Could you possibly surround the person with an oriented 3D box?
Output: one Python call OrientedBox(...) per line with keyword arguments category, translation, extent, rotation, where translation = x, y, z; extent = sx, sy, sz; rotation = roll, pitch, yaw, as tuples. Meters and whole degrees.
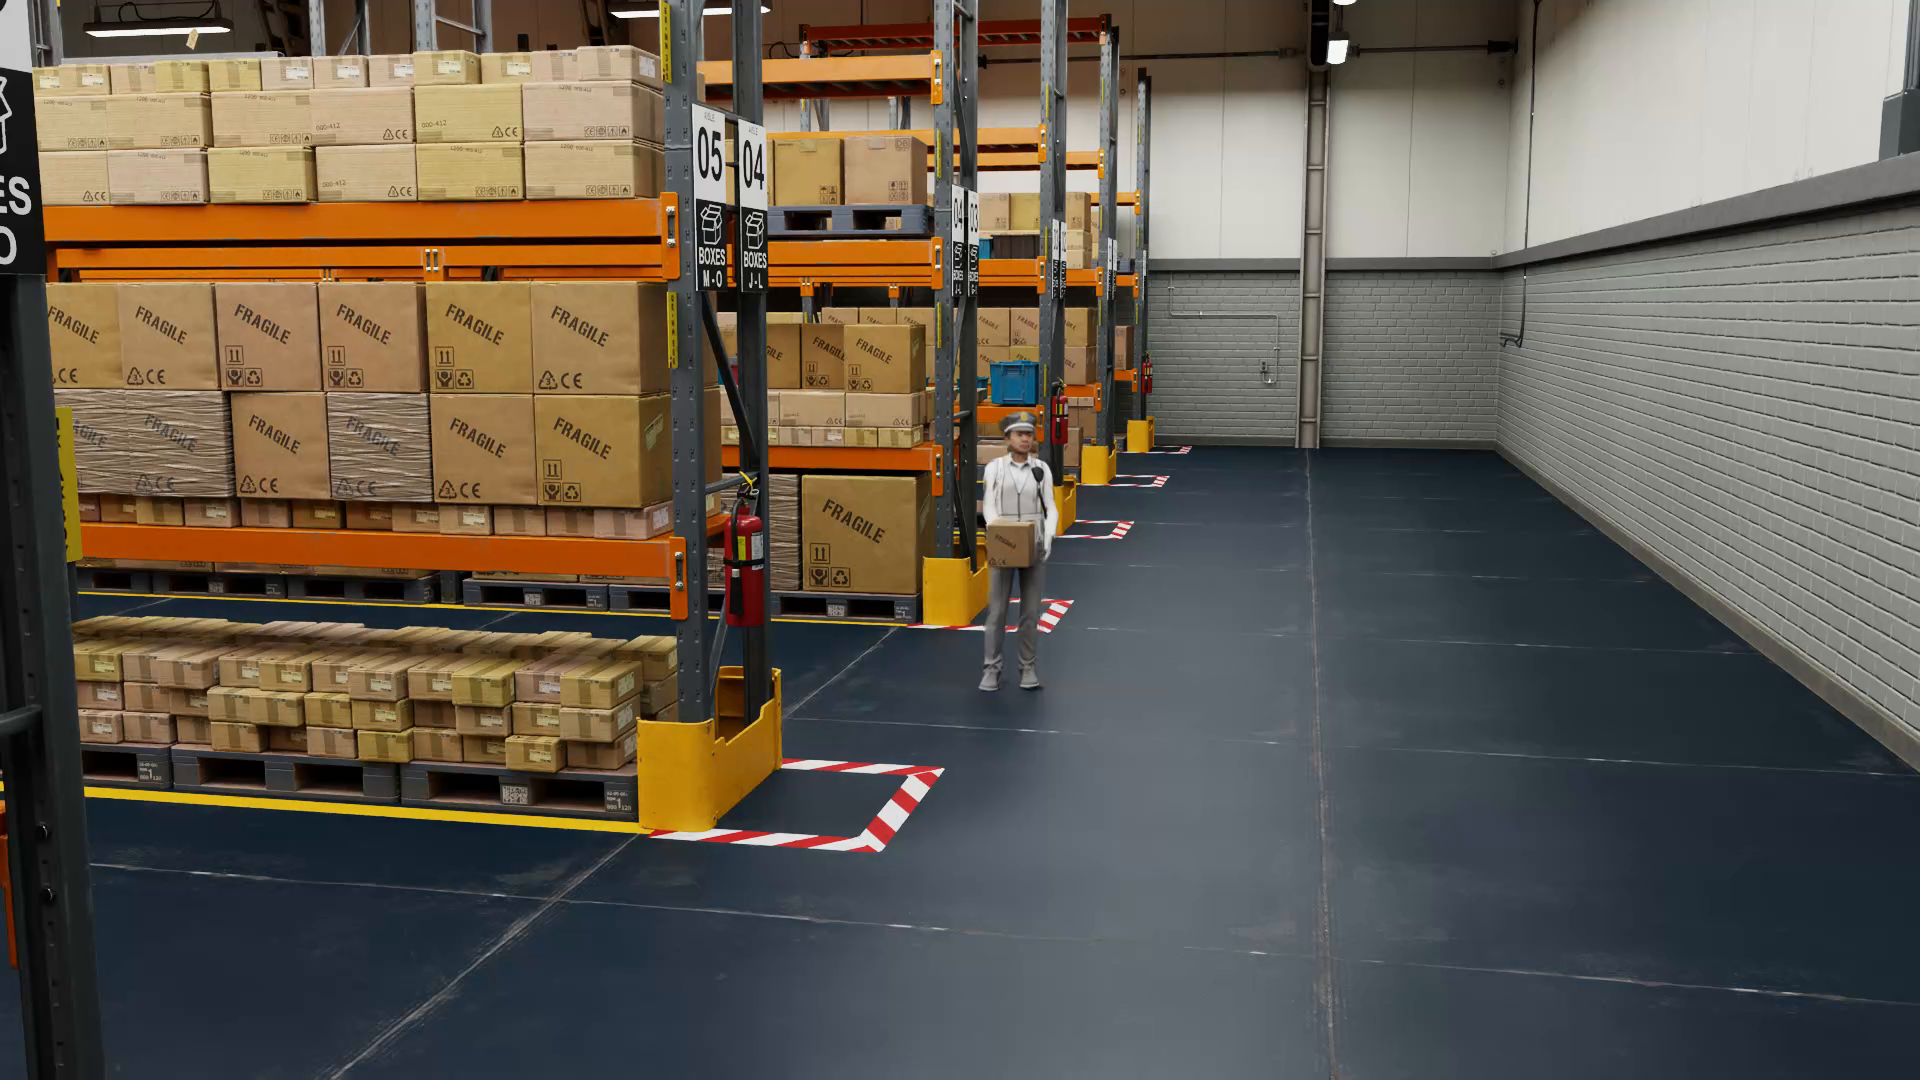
OrientedBox(category="person", translation=(0.351, 0.061, 10.248), extent=(0.520, 1.701, 0.535), rotation=(-1, 8, -9))
